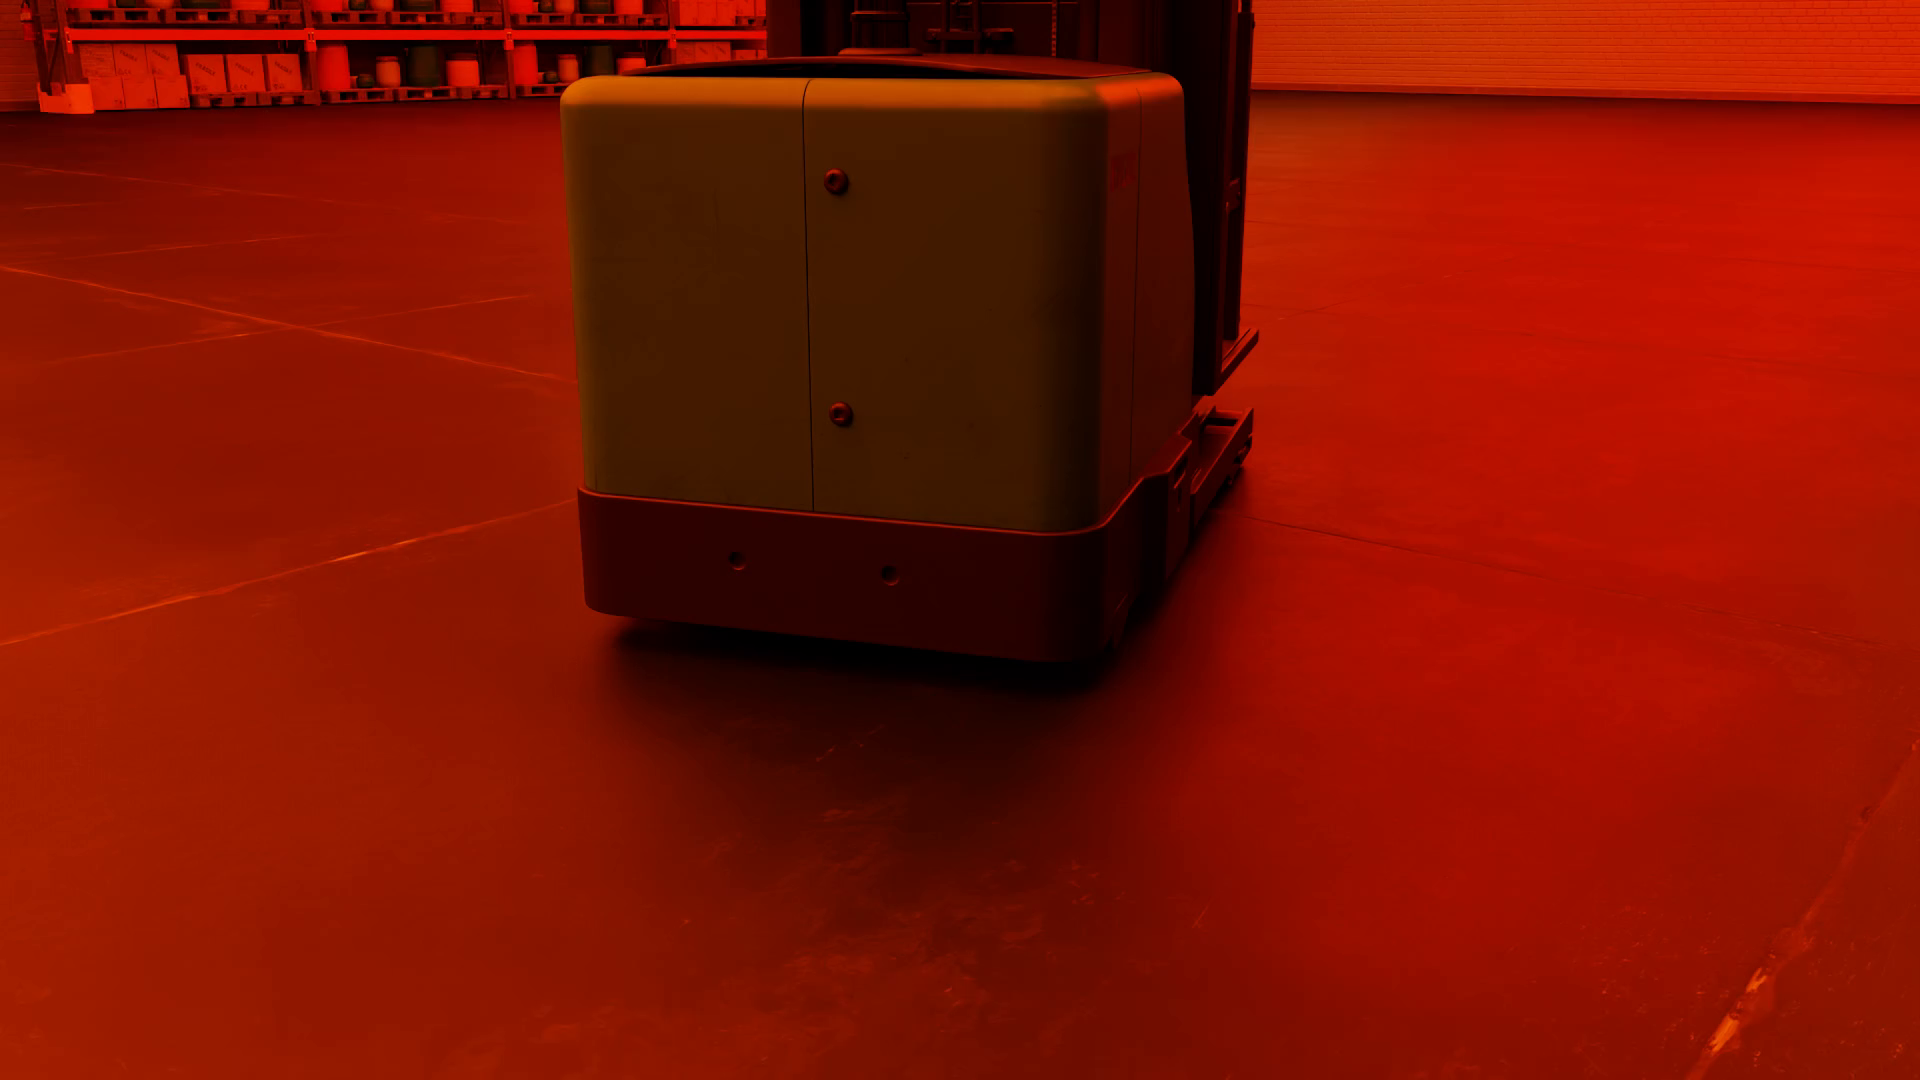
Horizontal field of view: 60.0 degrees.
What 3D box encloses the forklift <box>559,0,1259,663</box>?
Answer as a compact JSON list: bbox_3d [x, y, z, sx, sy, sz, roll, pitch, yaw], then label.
[{"bbox_3d":[0.182,-1.571,4.072,1.130,2.935,3.031,5,18,17],"label":"forklift"}]
